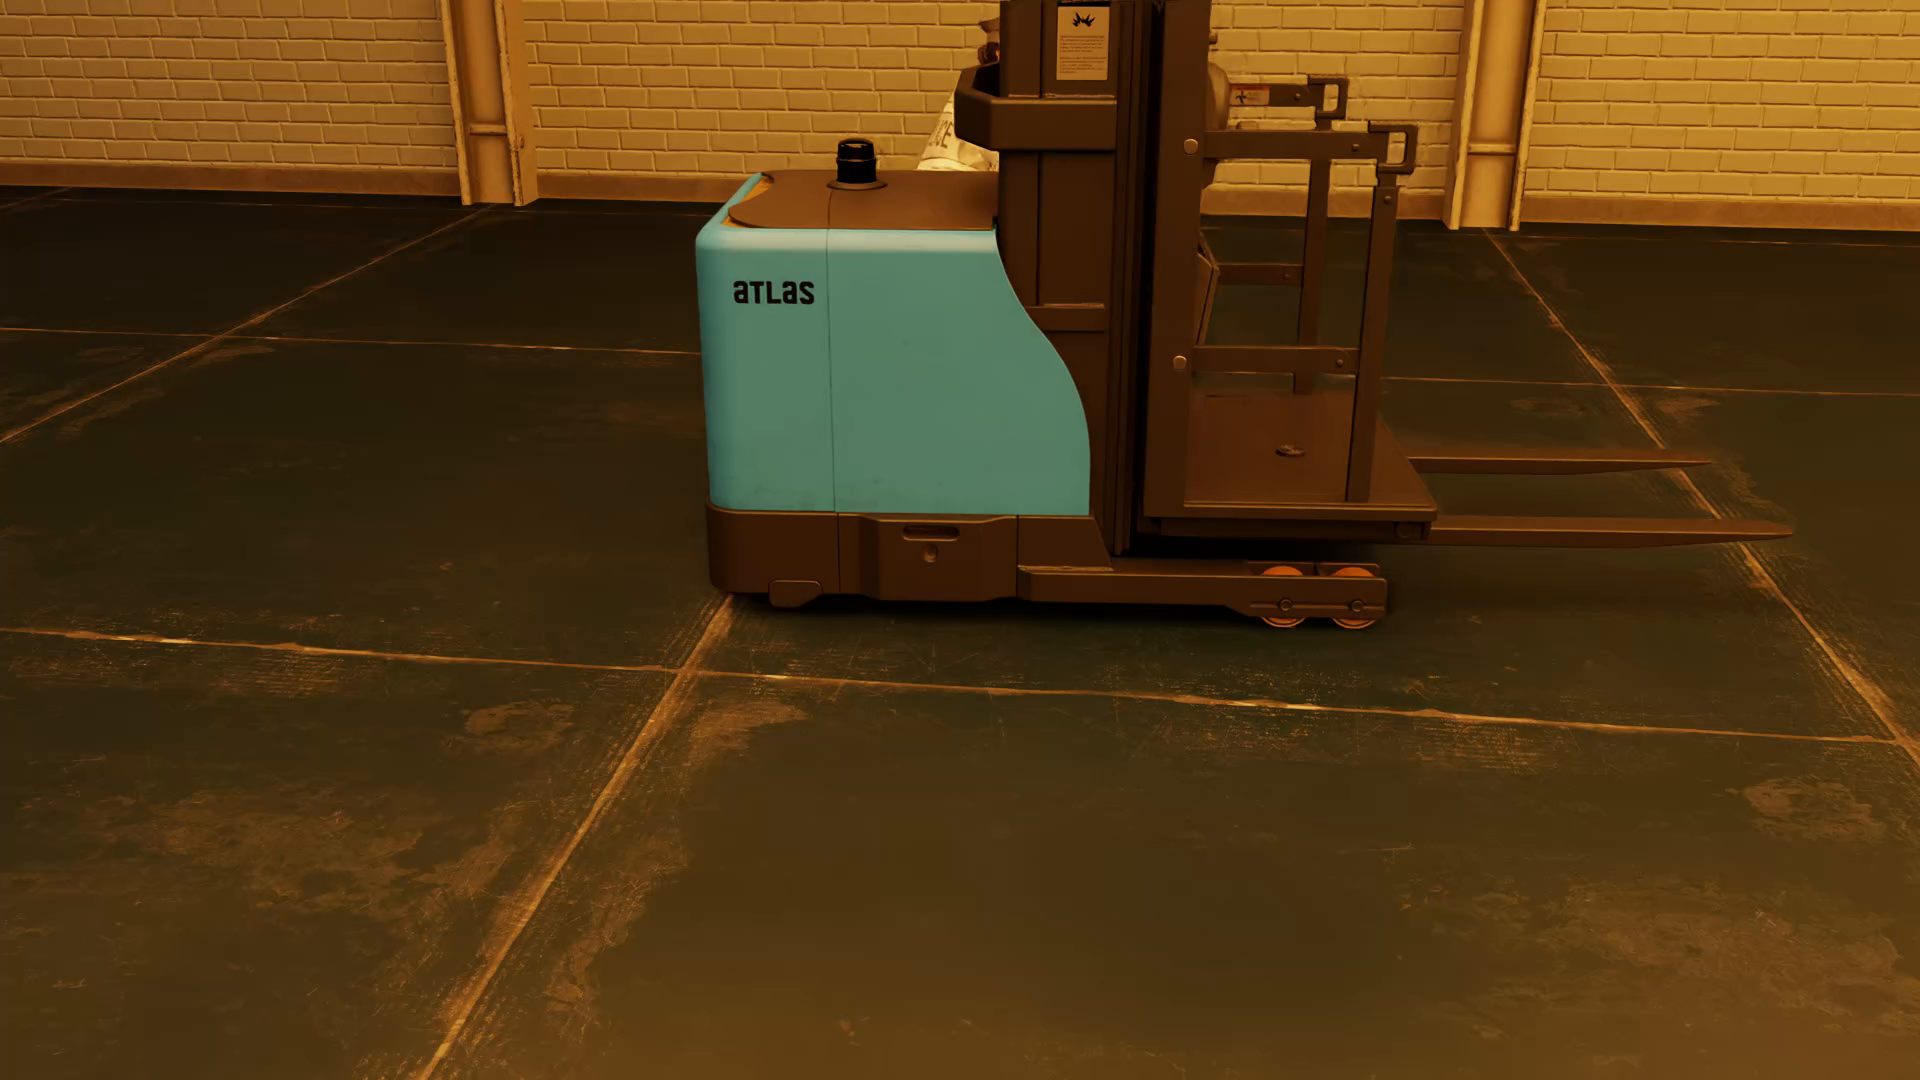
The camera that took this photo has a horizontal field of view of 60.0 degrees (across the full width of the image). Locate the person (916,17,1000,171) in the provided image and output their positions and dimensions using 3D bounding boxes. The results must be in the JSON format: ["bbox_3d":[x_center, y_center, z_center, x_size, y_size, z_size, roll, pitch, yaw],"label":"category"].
[{"bbox_3d":[0.227,-1.215,6.252,0.836,1.432,0.916,-11,25,-26],"label":"person"}]

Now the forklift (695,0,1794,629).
[{"bbox_3d":[0.824,-1.319,4.528,3.031,2.935,1.130,1,22,2],"label":"forklift"}]
